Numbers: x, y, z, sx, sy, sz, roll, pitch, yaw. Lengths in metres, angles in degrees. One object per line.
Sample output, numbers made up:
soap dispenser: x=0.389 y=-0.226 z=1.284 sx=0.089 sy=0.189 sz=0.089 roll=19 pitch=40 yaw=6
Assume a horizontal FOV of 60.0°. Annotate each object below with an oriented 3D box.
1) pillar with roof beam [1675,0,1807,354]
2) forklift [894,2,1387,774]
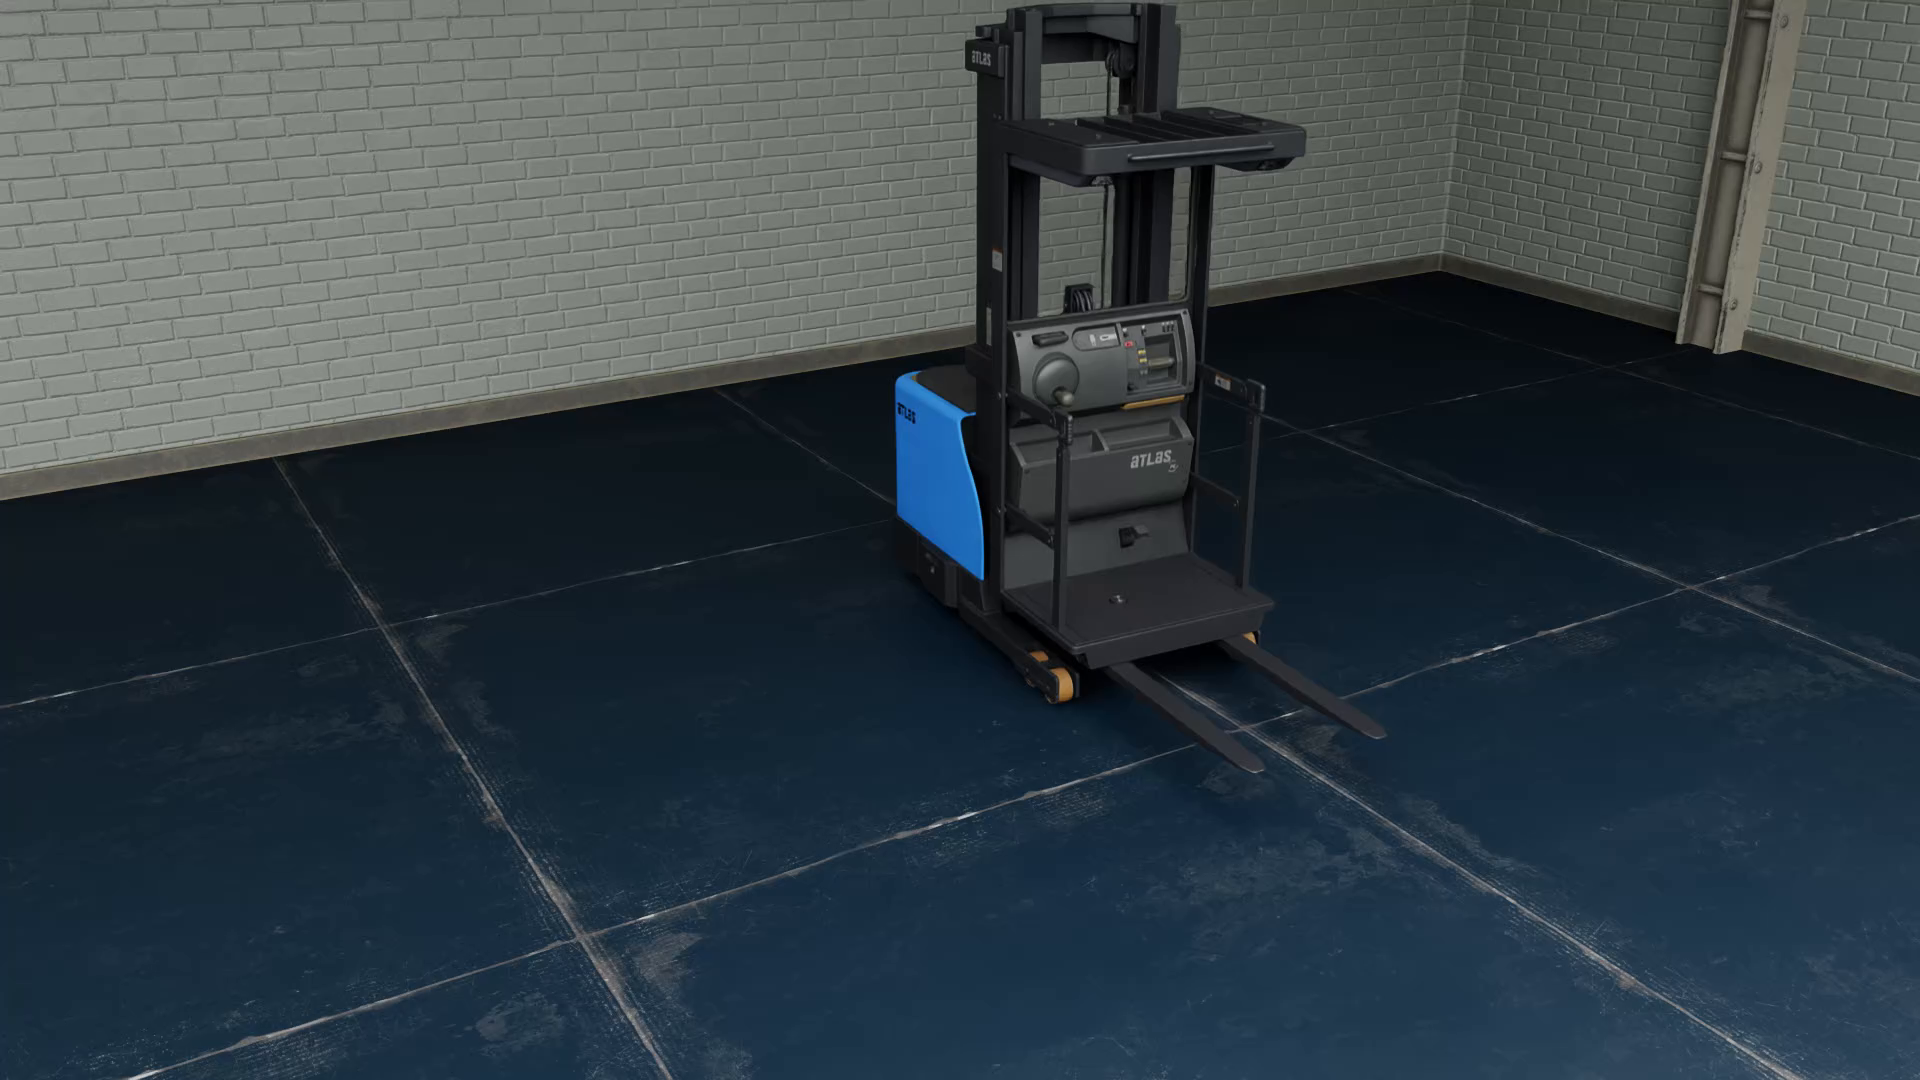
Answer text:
pillar with roof beam: x=2.183 y=-4.867 z=9.335 sx=9.100 sy=9.000 sz=0.400 roll=-13 pitch=25 yaw=-28
forklift: x=0.762 y=-0.808 z=7.406 sx=1.130 sy=2.935 sz=3.031 roll=-11 pitch=24 yaw=-25
